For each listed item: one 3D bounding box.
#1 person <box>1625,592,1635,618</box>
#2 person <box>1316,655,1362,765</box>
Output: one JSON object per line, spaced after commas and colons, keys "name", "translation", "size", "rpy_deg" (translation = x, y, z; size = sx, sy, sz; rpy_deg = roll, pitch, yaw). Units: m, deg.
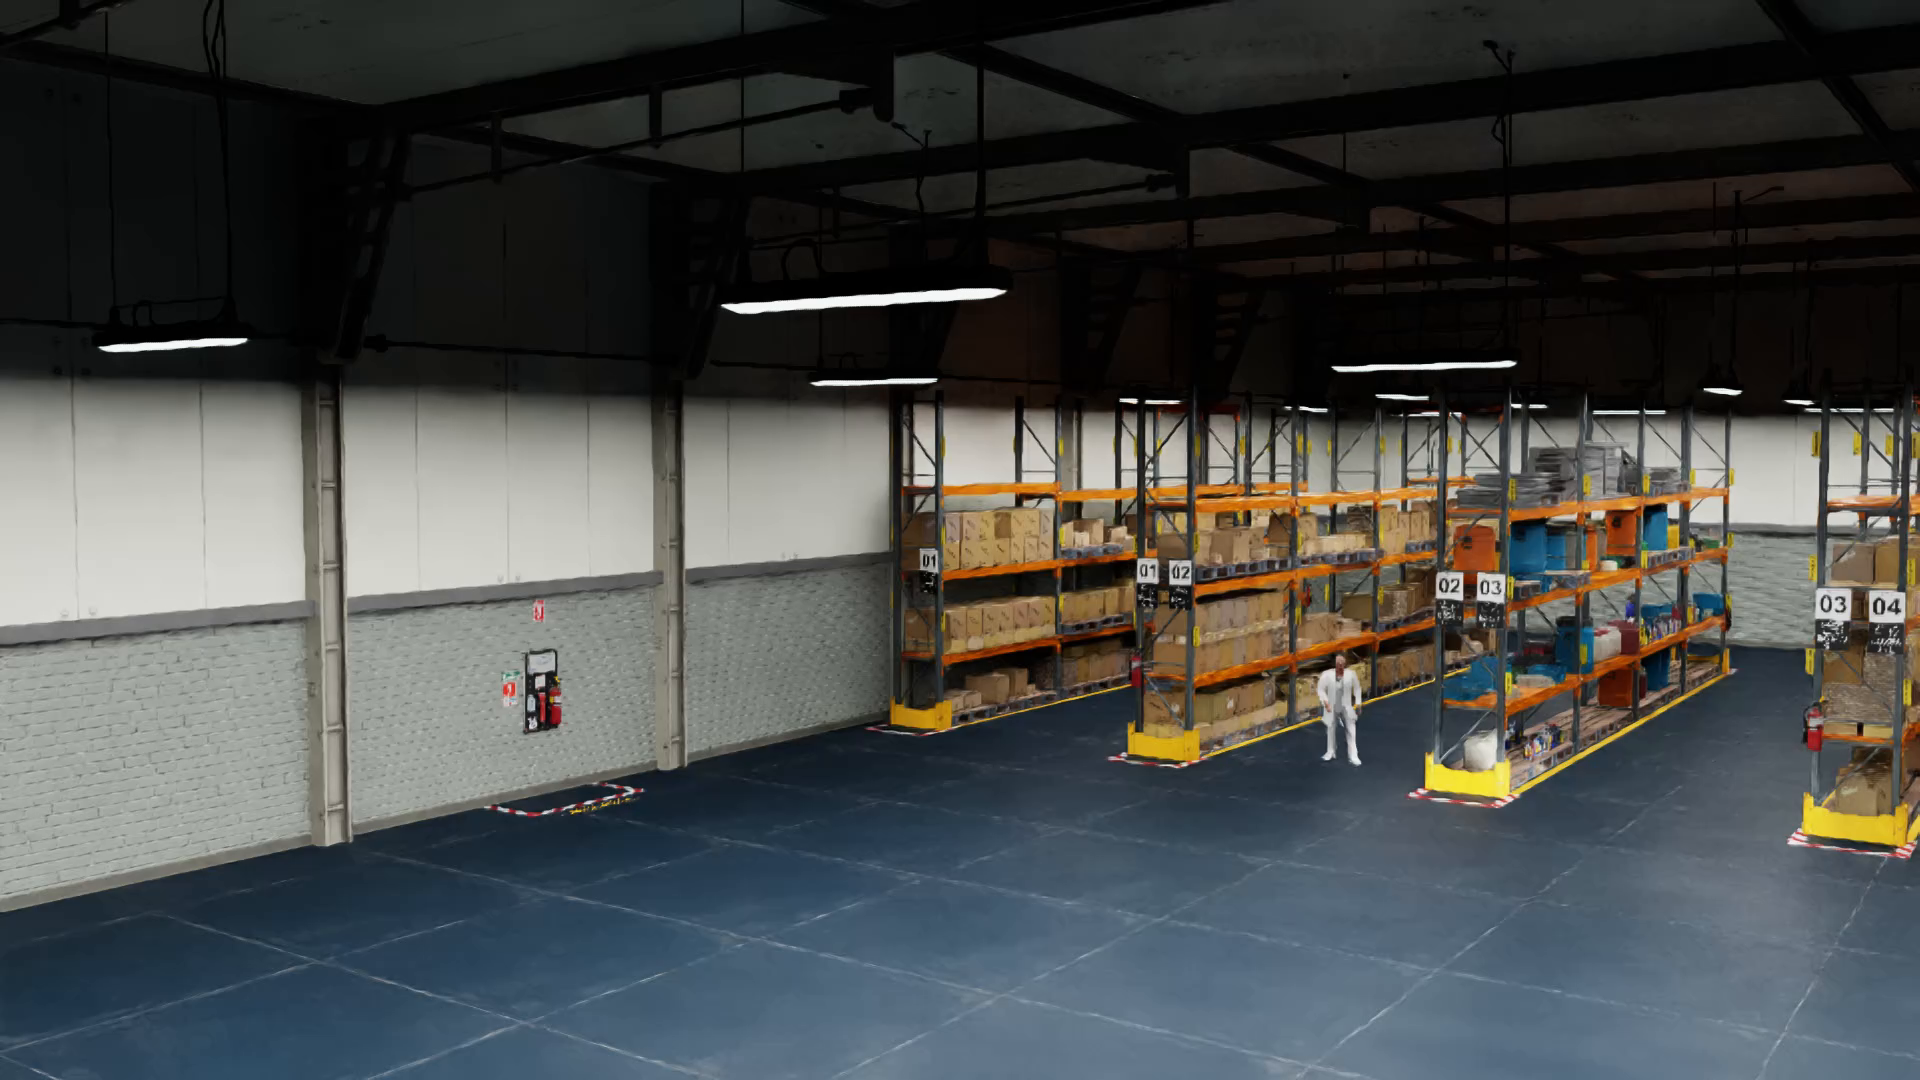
{"name": "person", "translation": [15.413, 2.017, 38.249], "size": [0.484, 1.653, 0.643], "rpy_deg": [2, 4, 27]}
{"name": "person", "translation": [5.992, 2.707, 26.261], "size": [0.716, 1.613, 0.858], "rpy_deg": [1, 3, 15]}
